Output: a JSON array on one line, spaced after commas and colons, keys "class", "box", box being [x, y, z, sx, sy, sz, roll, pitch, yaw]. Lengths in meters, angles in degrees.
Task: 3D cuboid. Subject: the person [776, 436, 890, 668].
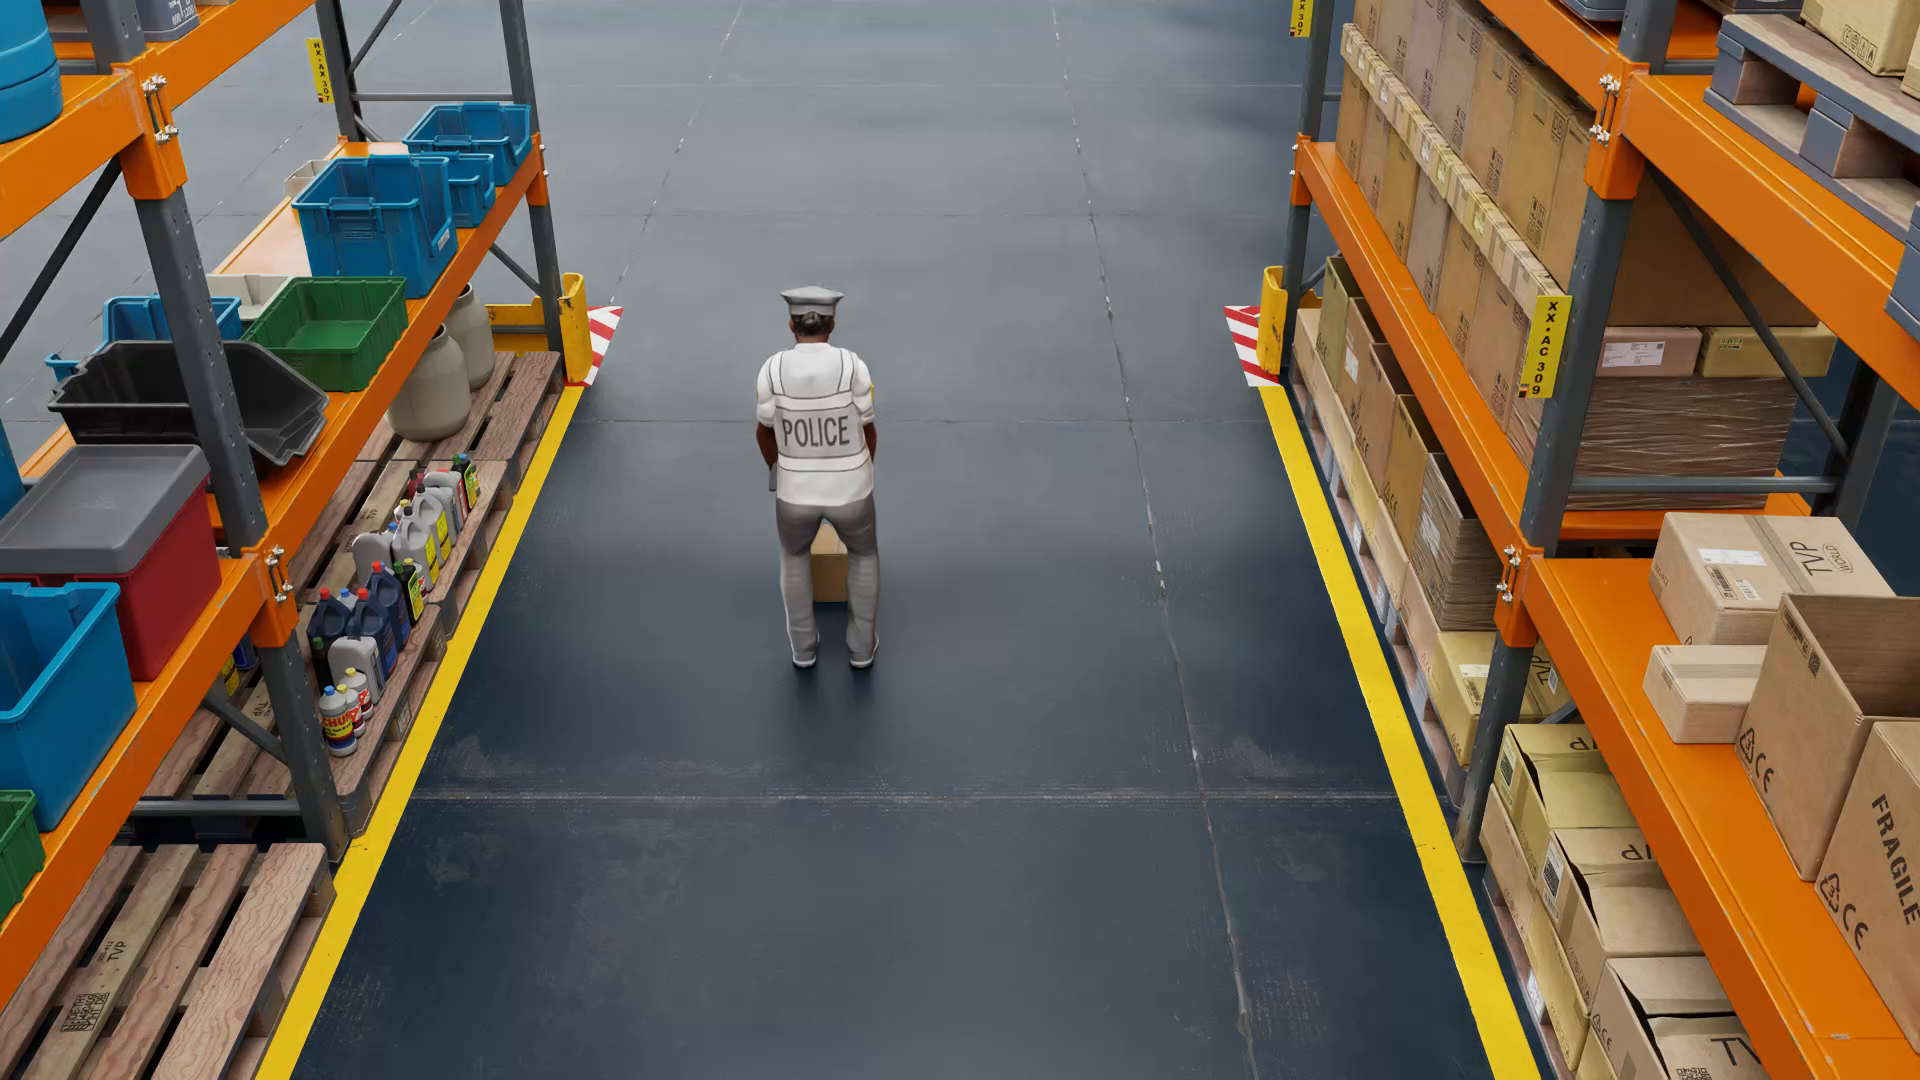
[{"class": "person", "box": [-0.535, 0.076, 6.929, 0.476, 0.853, 0.894, 0, 32, -1]}]
